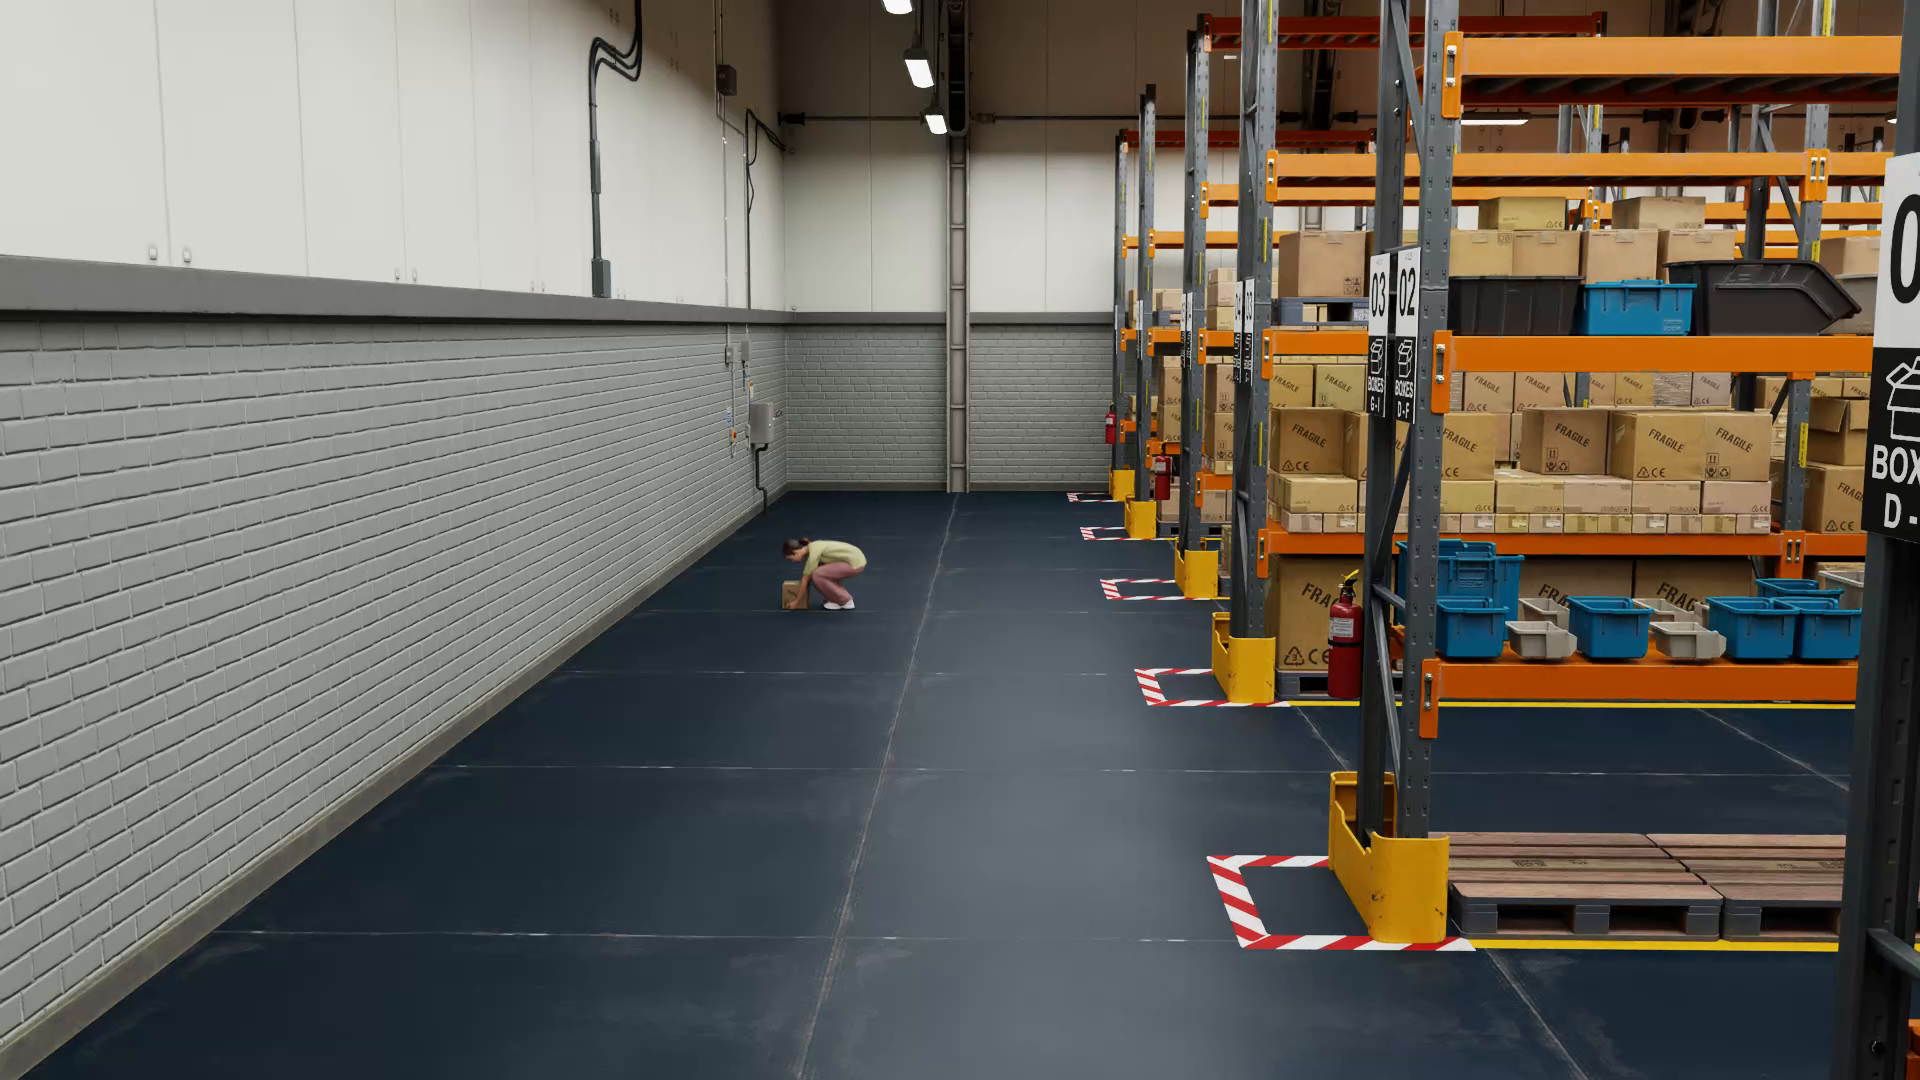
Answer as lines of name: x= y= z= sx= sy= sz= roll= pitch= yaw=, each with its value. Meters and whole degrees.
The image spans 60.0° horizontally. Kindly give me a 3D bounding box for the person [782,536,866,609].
person: x=-1.382 y=0.381 z=16.969 sx=0.856 sy=0.676 sz=0.442 roll=0 pitch=7 yaw=0
